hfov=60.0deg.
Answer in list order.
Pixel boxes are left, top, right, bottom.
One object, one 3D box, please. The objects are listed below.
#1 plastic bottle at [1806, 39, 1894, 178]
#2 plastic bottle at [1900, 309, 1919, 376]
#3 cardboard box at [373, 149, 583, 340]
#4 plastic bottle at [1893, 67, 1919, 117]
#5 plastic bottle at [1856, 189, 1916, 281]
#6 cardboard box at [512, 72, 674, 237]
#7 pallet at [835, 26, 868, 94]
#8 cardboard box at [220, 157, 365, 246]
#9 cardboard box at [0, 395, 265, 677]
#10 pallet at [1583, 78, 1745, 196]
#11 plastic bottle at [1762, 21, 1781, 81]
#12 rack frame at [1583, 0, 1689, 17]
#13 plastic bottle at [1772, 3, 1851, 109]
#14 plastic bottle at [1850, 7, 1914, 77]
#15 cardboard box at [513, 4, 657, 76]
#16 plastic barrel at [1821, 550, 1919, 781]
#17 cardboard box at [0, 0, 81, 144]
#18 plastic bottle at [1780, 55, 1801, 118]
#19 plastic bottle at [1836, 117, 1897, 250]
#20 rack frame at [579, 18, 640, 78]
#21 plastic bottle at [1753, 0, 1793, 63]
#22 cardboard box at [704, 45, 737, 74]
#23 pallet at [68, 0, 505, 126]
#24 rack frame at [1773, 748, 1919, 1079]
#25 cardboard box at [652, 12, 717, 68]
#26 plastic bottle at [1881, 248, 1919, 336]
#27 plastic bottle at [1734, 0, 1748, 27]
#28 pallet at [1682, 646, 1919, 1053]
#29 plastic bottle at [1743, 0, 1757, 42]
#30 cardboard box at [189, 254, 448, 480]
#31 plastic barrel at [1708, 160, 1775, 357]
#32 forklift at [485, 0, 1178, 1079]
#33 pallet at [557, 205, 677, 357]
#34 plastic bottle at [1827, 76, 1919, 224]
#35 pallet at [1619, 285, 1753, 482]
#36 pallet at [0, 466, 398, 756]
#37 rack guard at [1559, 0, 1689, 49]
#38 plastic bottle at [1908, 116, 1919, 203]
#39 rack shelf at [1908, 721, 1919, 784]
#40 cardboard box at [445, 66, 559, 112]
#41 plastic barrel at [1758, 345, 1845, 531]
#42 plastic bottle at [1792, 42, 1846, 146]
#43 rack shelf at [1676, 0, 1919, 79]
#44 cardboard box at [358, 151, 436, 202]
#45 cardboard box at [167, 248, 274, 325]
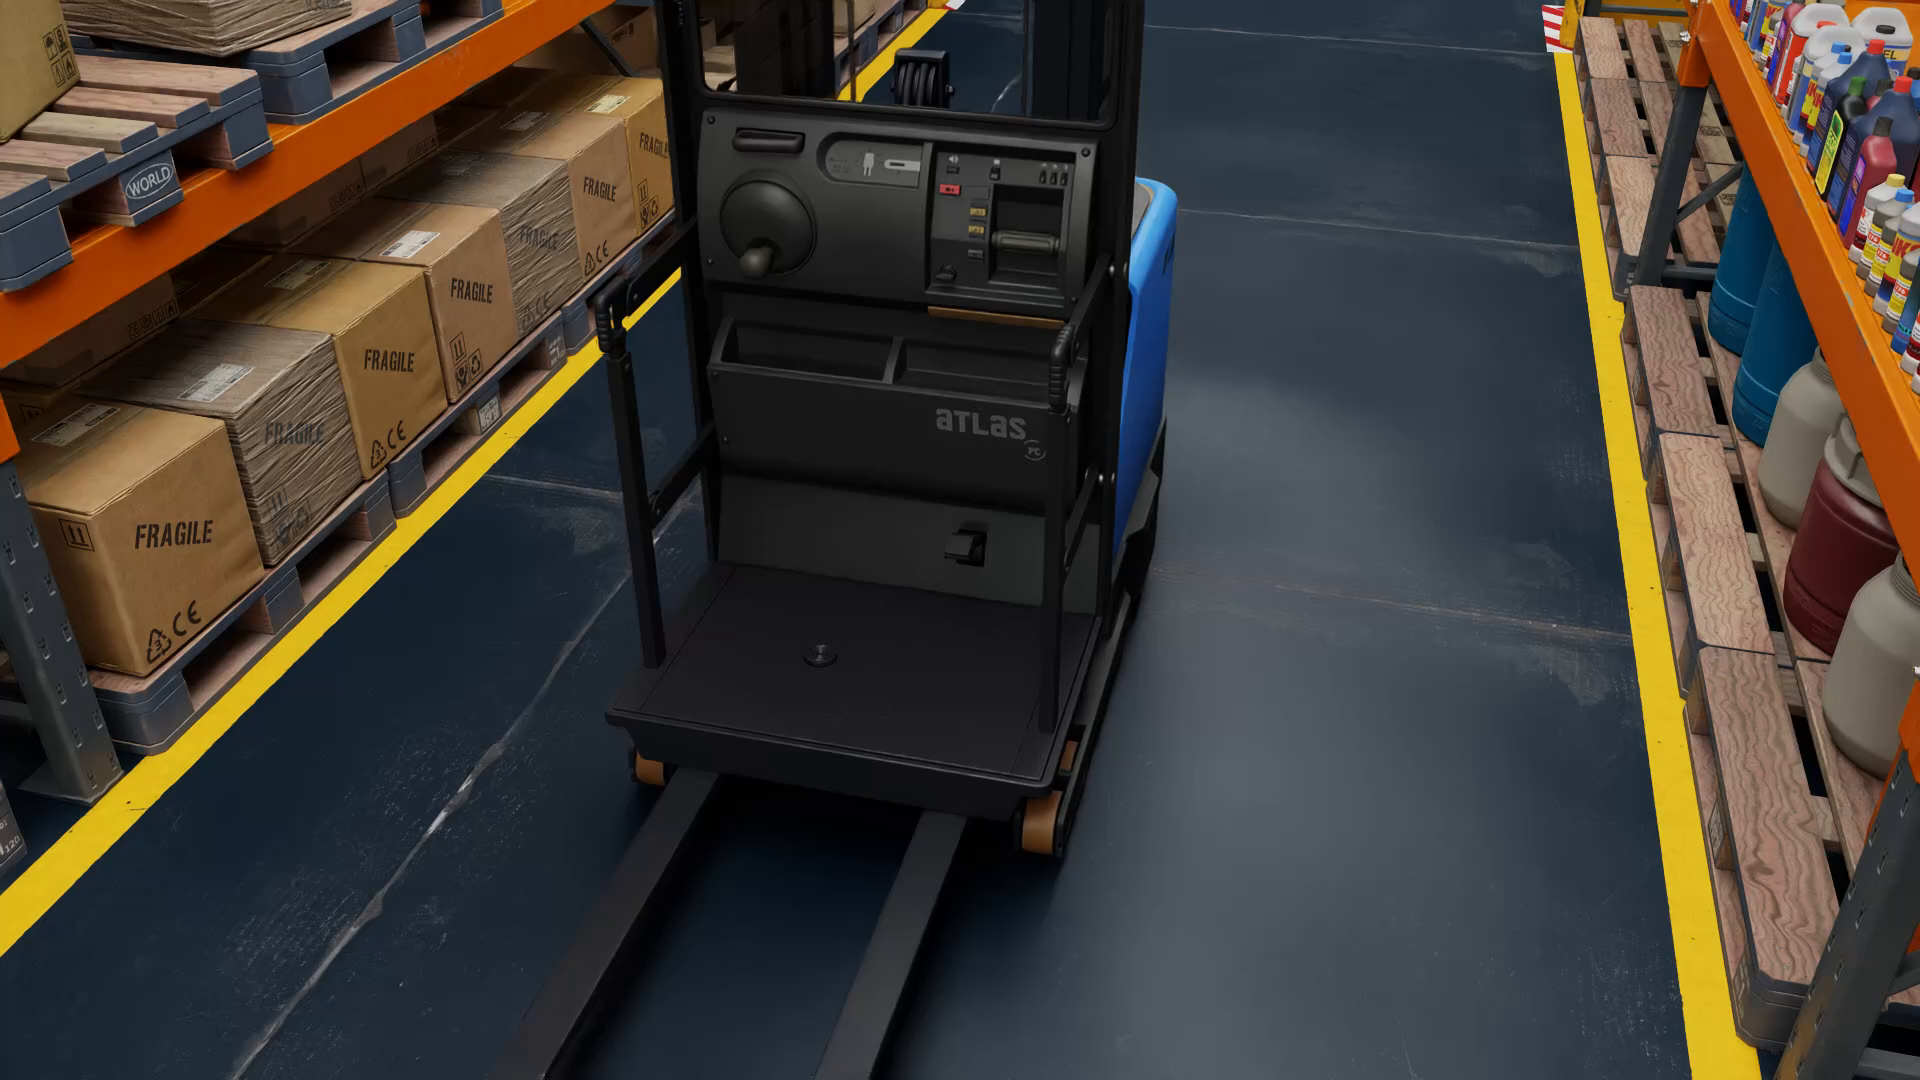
[{"bbox_3d":[2.278,-1.099,4.229,0.144,0.351,0.185,8,33,12],"label":"plastic bottle"},{"bbox_3d":[1.957,-0.429,3.314,0.097,0.201,0.097,0,32,0],"label":"plastic bottle"},{"bbox_3d":[-1.748,-1.089,6.087,0.500,0.500,0.500,8,33,13],"label":"cardboard box"},{"bbox_3d":[2.406,-1.072,4.261,0.097,0.271,0.097,0,32,0],"label":"plastic bottle"},{"bbox_3d":[2.080,-0.681,3.711,0.097,0.201,0.097,0,32,0],"label":"plastic bottle"},{"bbox_3d":[-1.487,-1.605,6.898,0.500,0.500,0.500,8,33,12],"label":"cardboard box"},{"bbox_3d":[-1.156,-2.584,9.117,1.003,0.211,1.213,8,33,12],"label":"pallet"},{"bbox_3d":[-2.378,-1.219,5.593,0.500,0.250,0.500,7,33,11],"label":"cardboard box"},{"bbox_3d":[-2.262,-0.021,4.408,0.500,0.500,0.500,9,34,14],"label":"cardboard box"},{"bbox_3d":[3.608,-1.938,8.102,1.003,0.211,1.213,8,33,12],"label":"pallet"},{"bbox_3d":[2.468,-1.473,4.957,0.097,0.201,0.097,0,32,0],"label":"plastic bottle"},{"bbox_3d":[4.167,-4.168,9.011,1.000,3.000,0.127,8,33,12],"label":"rack frame"},{"bbox_3d":[2.431,-1.372,4.727,0.152,0.276,0.135,8,33,12],"label":"plastic bottle"},{"bbox_3d":[2.578,-1.351,4.695,0.152,0.276,0.135,8,33,12],"label":"plastic bottle"},{"bbox_3d":[-1.768,-2.234,7.888,0.500,0.500,0.500,8,33,12],"label":"cardboard box"},{"bbox_3d":[2.301,0.294,3.919,0.421,0.512,0.421,0,32,0],"label":"plastic barrel"},{"bbox_3d":[-2.603,-1.255,3.943,0.700,0.500,0.500,-3,33,-4],"label":"cardboard box"},{"bbox_3d":[2.375,-1.284,4.658,0.097,0.201,0.097,0,32,0],"label":"plastic bottle"},{"bbox_3d":[2.117,-0.829,3.867,0.061,0.283,0.133,8,33,12],"label":"plastic bottle"},{"bbox_3d":[-1.638,-2.769,6.810,1.000,3.000,0.127,8,33,12],"label":"rack frame"},{"bbox_3d":[2.517,-1.604,5.097,0.097,0.271,0.097,0,32,0],"label":"plastic bottle"},{"bbox_3d":[-1.113,-2.398,8.456,0.380,0.166,0.250,8,33,12],"label":"cardboard box"},{"bbox_3d":[-2.165,-1.622,5.185,1.003,0.211,1.213,8,33,12],"label":"pallet"},{"bbox_3d":[2.140,-0.017,2.480,0.949,2.616,0.053,8,33,12],"label":"rack frame"},{"bbox_3d":[-1.578,-2.544,8.551,0.500,0.311,0.500,8,33,12],"label":"cardboard box"},{"bbox_3d":[2.006,-0.530,3.473,0.097,0.201,0.097,0,32,0],"label":"plastic bottle"},{"bbox_3d":[2.612,-1.842,5.460,0.061,0.283,0.133,8,33,12],"label":"plastic bottle"},{"bbox_3d":[2.296,0.745,3.881,1.003,0.211,1.213,8,33,12],"label":"pallet"},{"bbox_3d":[2.576,-1.724,5.286,0.097,0.271,0.097,0,32,0],"label":"plastic bottle"},{"bbox_3d":[-2.002,-0.553,5.245,0.500,0.500,0.500,8,33,12],"label":"cardboard box"},{"bbox_3d":[2.997,-1.104,5.756,0.600,0.901,0.708,8,33,12],"label":"plastic barrel"},{"bbox_3d":[-0.207,-0.702,3.622,1.130,2.935,3.031,8,33,12],"label":"forklift"},{"bbox_3d":[-1.808,-1.165,6.886,1.003,0.211,1.213,8,33,12],"label":"pallet"},{"bbox_3d":[2.197,-0.934,3.970,0.144,0.351,0.185,8,33,12],"label":"plastic bottle"},{"bbox_3d":[2.916,-0.521,5.873,1.003,0.211,1.213,8,33,12],"label":"pallet"},{"bbox_3d":[-2.428,0.101,4.894,1.003,0.211,1.213,8,33,12],"label":"pallet"},{"bbox_3d":[4.160,-3.128,9.704,1.175,0.500,0.348,8,33,12],"label":"rack guard"},{"bbox_3d":[2.303,-0.905,3.987,0.061,0.283,0.133,8,33,12],"label":"plastic bottle"},{"bbox_3d":[1.629,1.324,1.041,1.077,0.370,4.000,8,33,12],"label":"rack shelf"},{"bbox_3d":[-1.997,-1.682,7.020,0.500,0.500,0.500,7,33,10],"label":"cardboard box"},{"bbox_3d":[2.588,-0.292,4.841,0.421,0.512,0.421,0,32,0],"label":"plastic barrel"},{"bbox_3d":[2.316,-1.193,4.450,0.097,0.271,0.097,0,32,0],"label":"plastic bottle"},{"bbox_3d":[3.659,-2.827,7.572,1.077,0.370,4.000,8,33,12],"label":"rack shelf"},{"bbox_3d":[-2.256,-1.145,6.176,0.500,0.500,0.500,8,33,13],"label":"cardboard box"},{"bbox_3d":[-2.512,-0.610,5.333,0.500,0.500,0.500,7,33,11],"label":"cardboard box"}]
